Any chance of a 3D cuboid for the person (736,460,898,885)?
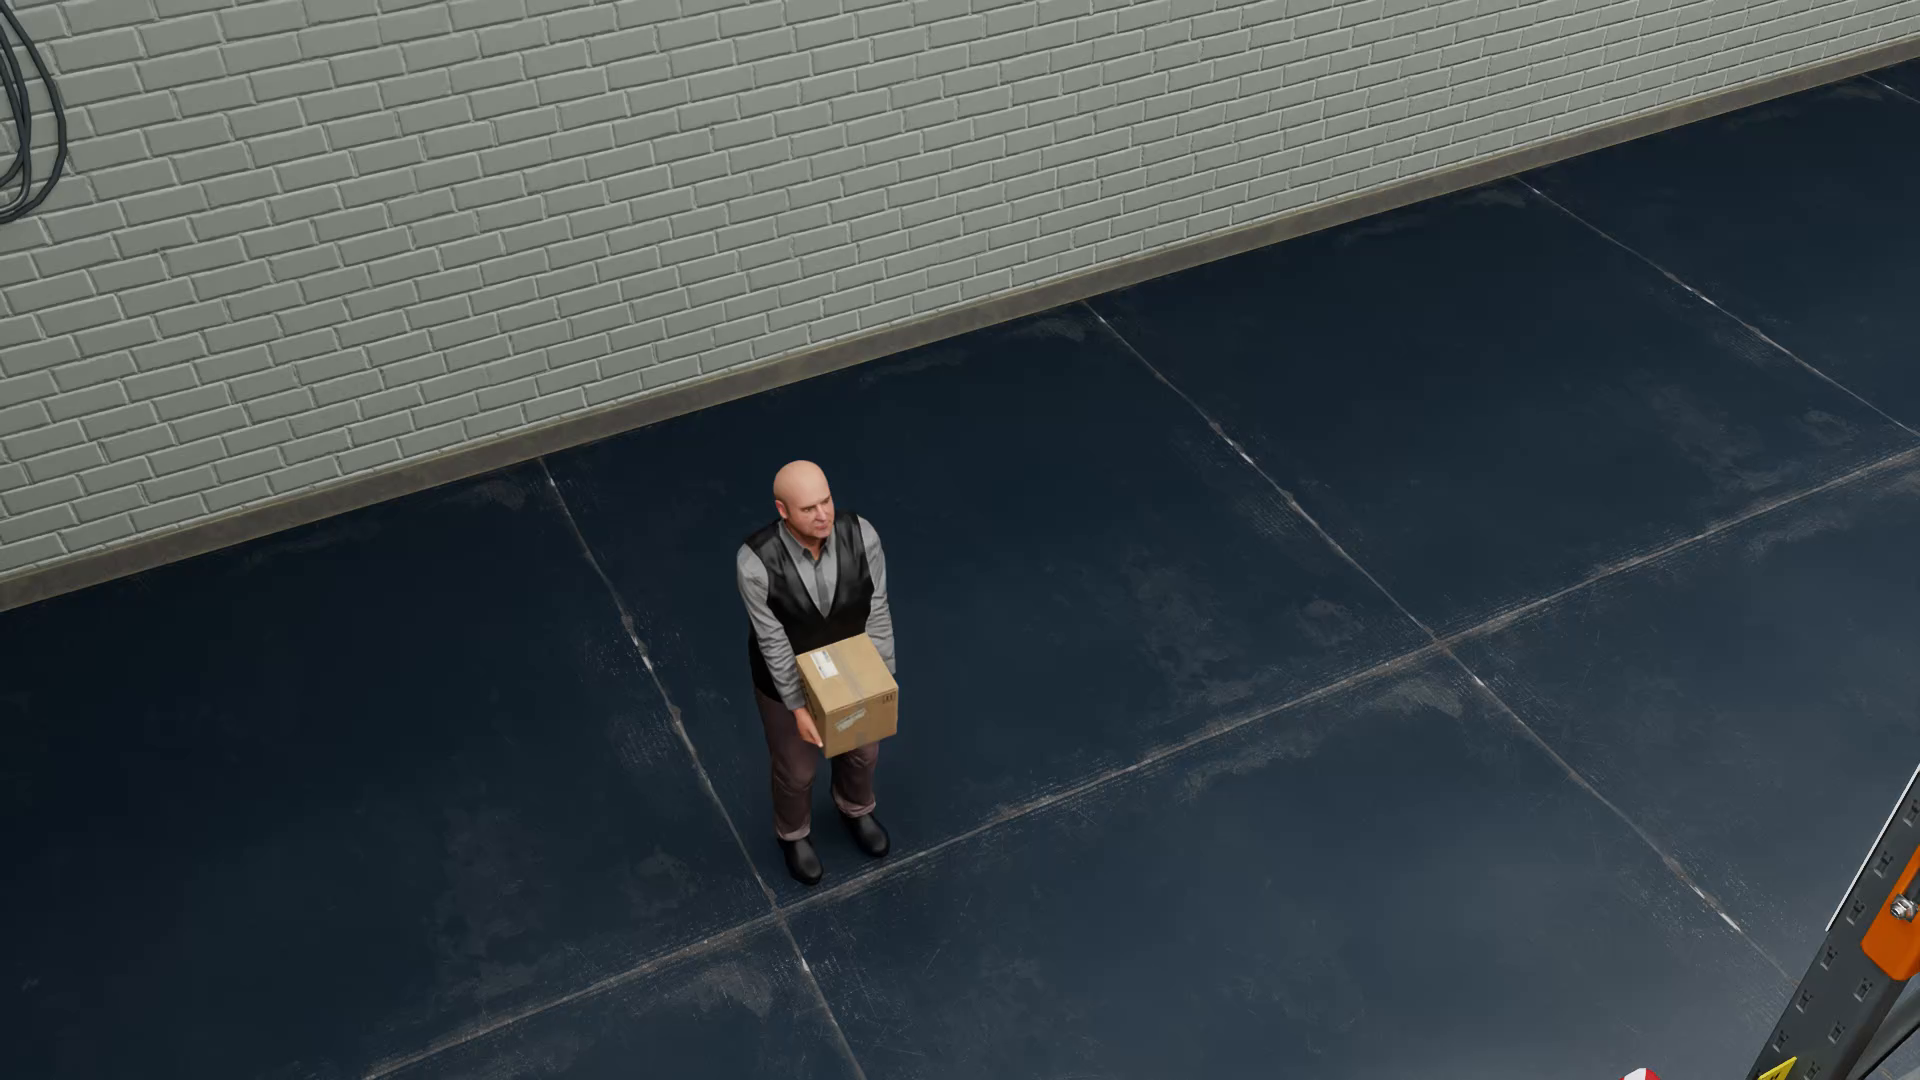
[{"bbox_3d":[-0.430,0.510,5.596,0.494,1.713,0.556,-18,44,-20],"label":"person"}]
